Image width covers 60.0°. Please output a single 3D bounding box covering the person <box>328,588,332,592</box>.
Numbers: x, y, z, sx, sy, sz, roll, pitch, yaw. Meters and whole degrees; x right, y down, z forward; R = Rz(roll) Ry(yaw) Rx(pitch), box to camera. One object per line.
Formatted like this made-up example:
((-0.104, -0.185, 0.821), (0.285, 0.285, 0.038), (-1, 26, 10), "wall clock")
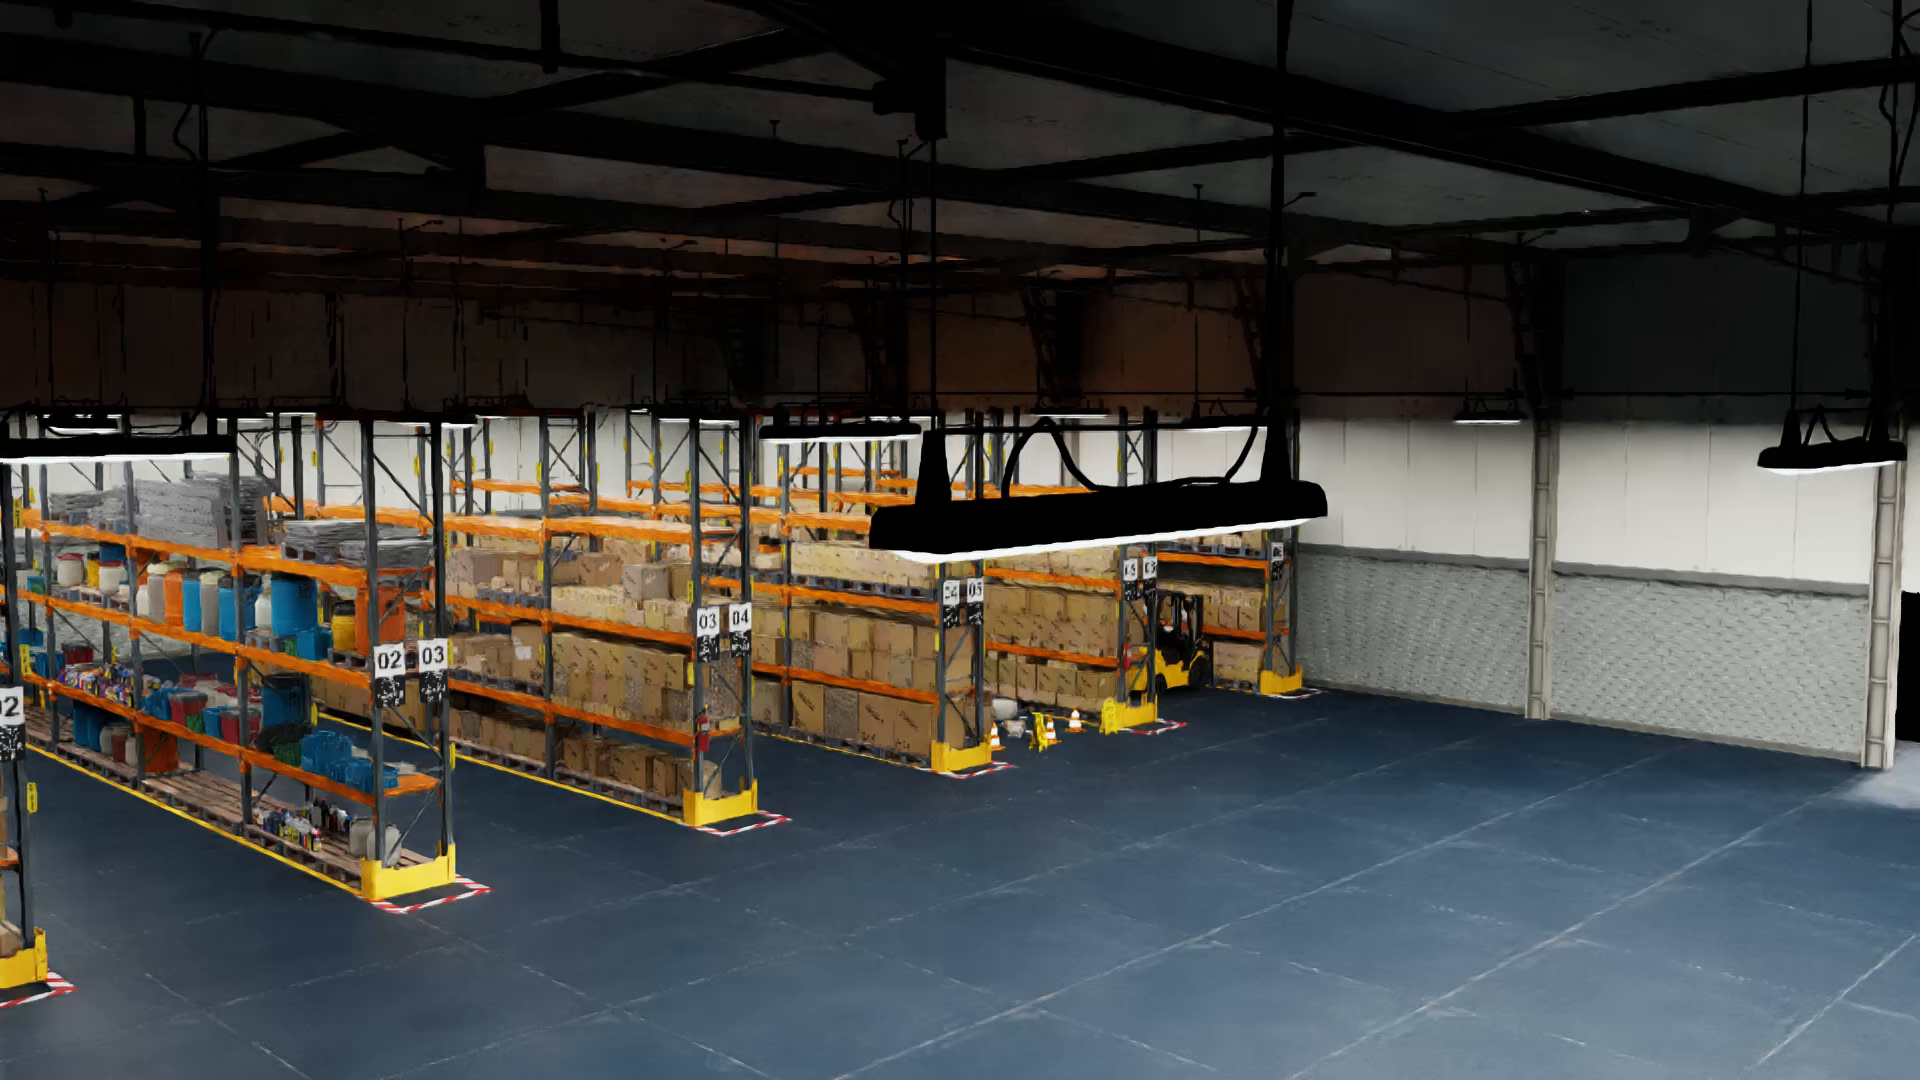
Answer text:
((-14.911, 1.999, 38.952), (0.500, 1.784, 0.729), (0, 5, 2), "person")
